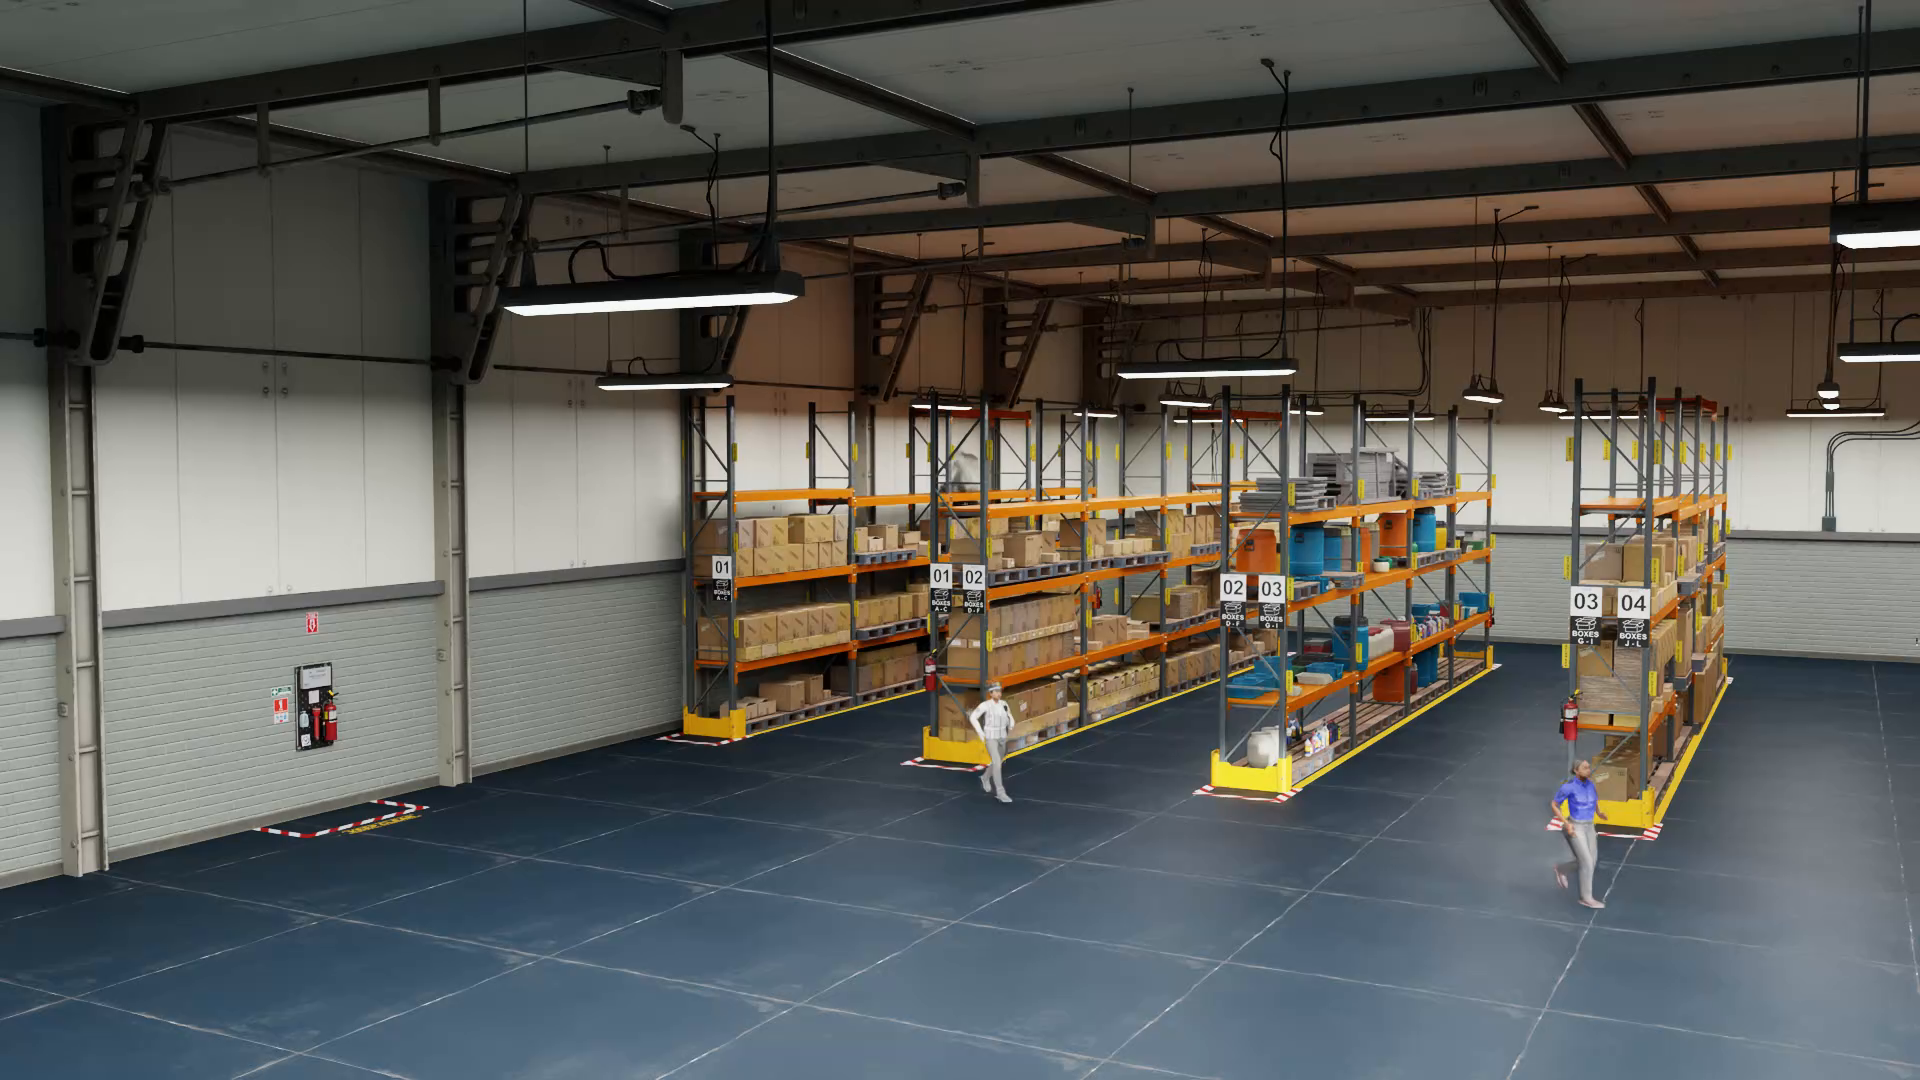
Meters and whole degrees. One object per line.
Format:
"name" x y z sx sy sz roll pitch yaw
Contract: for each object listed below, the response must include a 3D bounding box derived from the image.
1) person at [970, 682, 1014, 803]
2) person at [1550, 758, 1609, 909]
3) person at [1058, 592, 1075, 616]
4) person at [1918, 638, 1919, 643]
"person" 0.496 2.879 23.993 0.622 1.687 0.867 -2 4 -33
"person" 6.835 3.216 18.438 0.576 1.620 0.734 -2 3 -27
"person" 2.219 1.962 36.407 0.562 1.671 0.855 1 3 13
"person" 20.733 2.300 35.410 0.546 1.659 0.633 0 3 1
